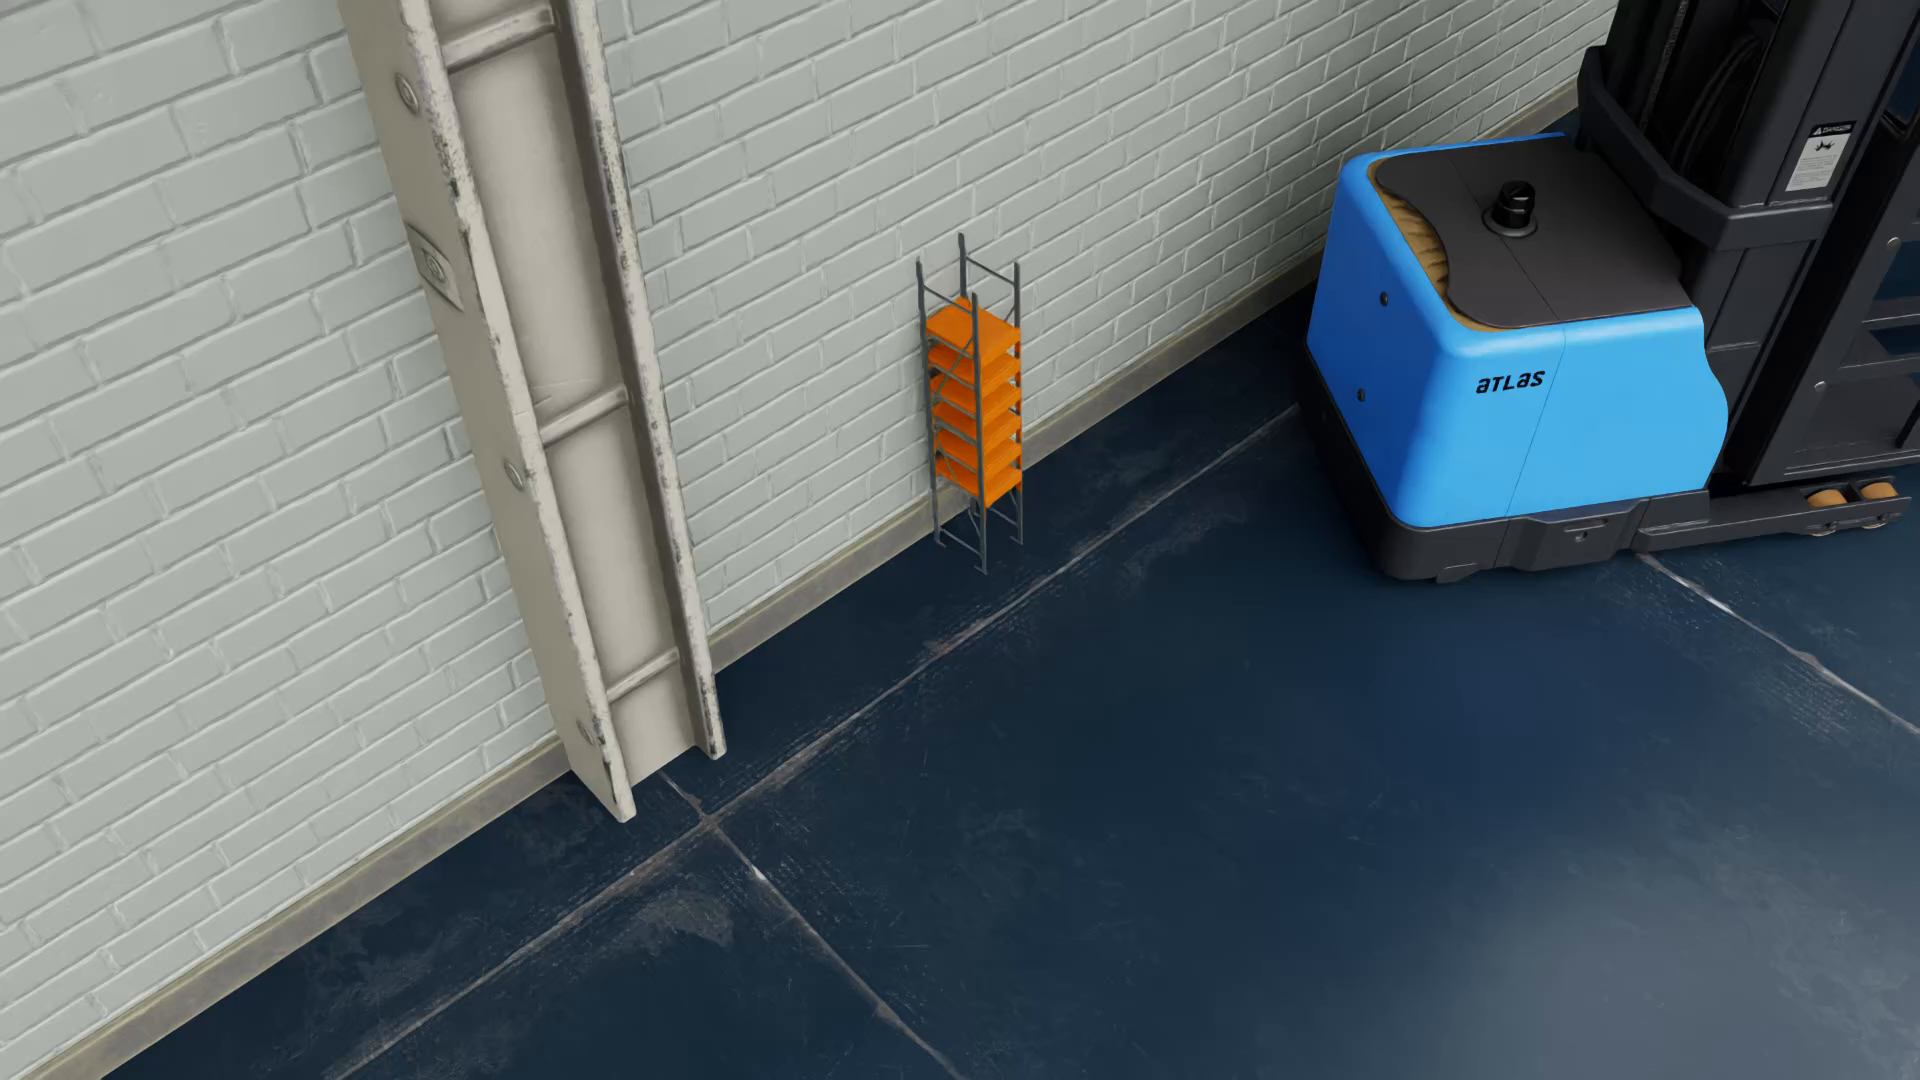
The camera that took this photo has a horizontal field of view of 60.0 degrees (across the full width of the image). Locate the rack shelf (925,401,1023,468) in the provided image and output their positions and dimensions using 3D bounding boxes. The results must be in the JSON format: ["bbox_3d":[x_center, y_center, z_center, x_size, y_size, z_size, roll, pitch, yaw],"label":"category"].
[{"bbox_3d":[0.045,-0.369,5.327,0.258,0.103,0.180,33,56,29],"label":"rack shelf"}]

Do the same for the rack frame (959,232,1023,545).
[{"bbox_3d":[0.106,-0.450,5.339,0.240,1.200,0.006,33,56,29],"label":"rack frame"}]

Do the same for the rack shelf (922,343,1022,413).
[{"bbox_3d":[0.037,-0.533,5.152,0.258,0.103,0.180,33,56,29],"label":"rack shelf"}]

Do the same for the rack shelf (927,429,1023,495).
[{"bbox_3d":[0.049,-0.287,5.414,0.258,0.103,0.180,33,56,29],"label":"rack shelf"}]

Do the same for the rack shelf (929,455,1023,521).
[{"bbox_3d":[0.053,-0.205,5.502,0.258,0.103,0.180,33,56,29],"label":"rack shelf"}]

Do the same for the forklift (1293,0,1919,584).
[{"bbox_3d":[2.800,-1.383,5.032,3.031,2.935,1.130,-8,48,-7],"label":"forklift"}]

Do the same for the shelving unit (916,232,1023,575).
[{"bbox_3d":[0.044,-0.399,5.294,0.258,1.200,0.189,33,56,29],"label":"shelving unit"}]

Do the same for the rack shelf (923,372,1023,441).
[{"bbox_3d":[0.041,-0.451,5.239,0.258,0.103,0.180,33,56,29],"label":"rack shelf"}]

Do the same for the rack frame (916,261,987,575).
[{"bbox_3d":[-0.018,-0.349,5.250,0.240,1.200,0.006,33,56,29],"label":"rack frame"}]

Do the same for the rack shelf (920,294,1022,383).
[{"bbox_3d":[0.033,-0.615,5.064,0.258,0.103,0.180,33,56,29],"label":"rack shelf"}]
